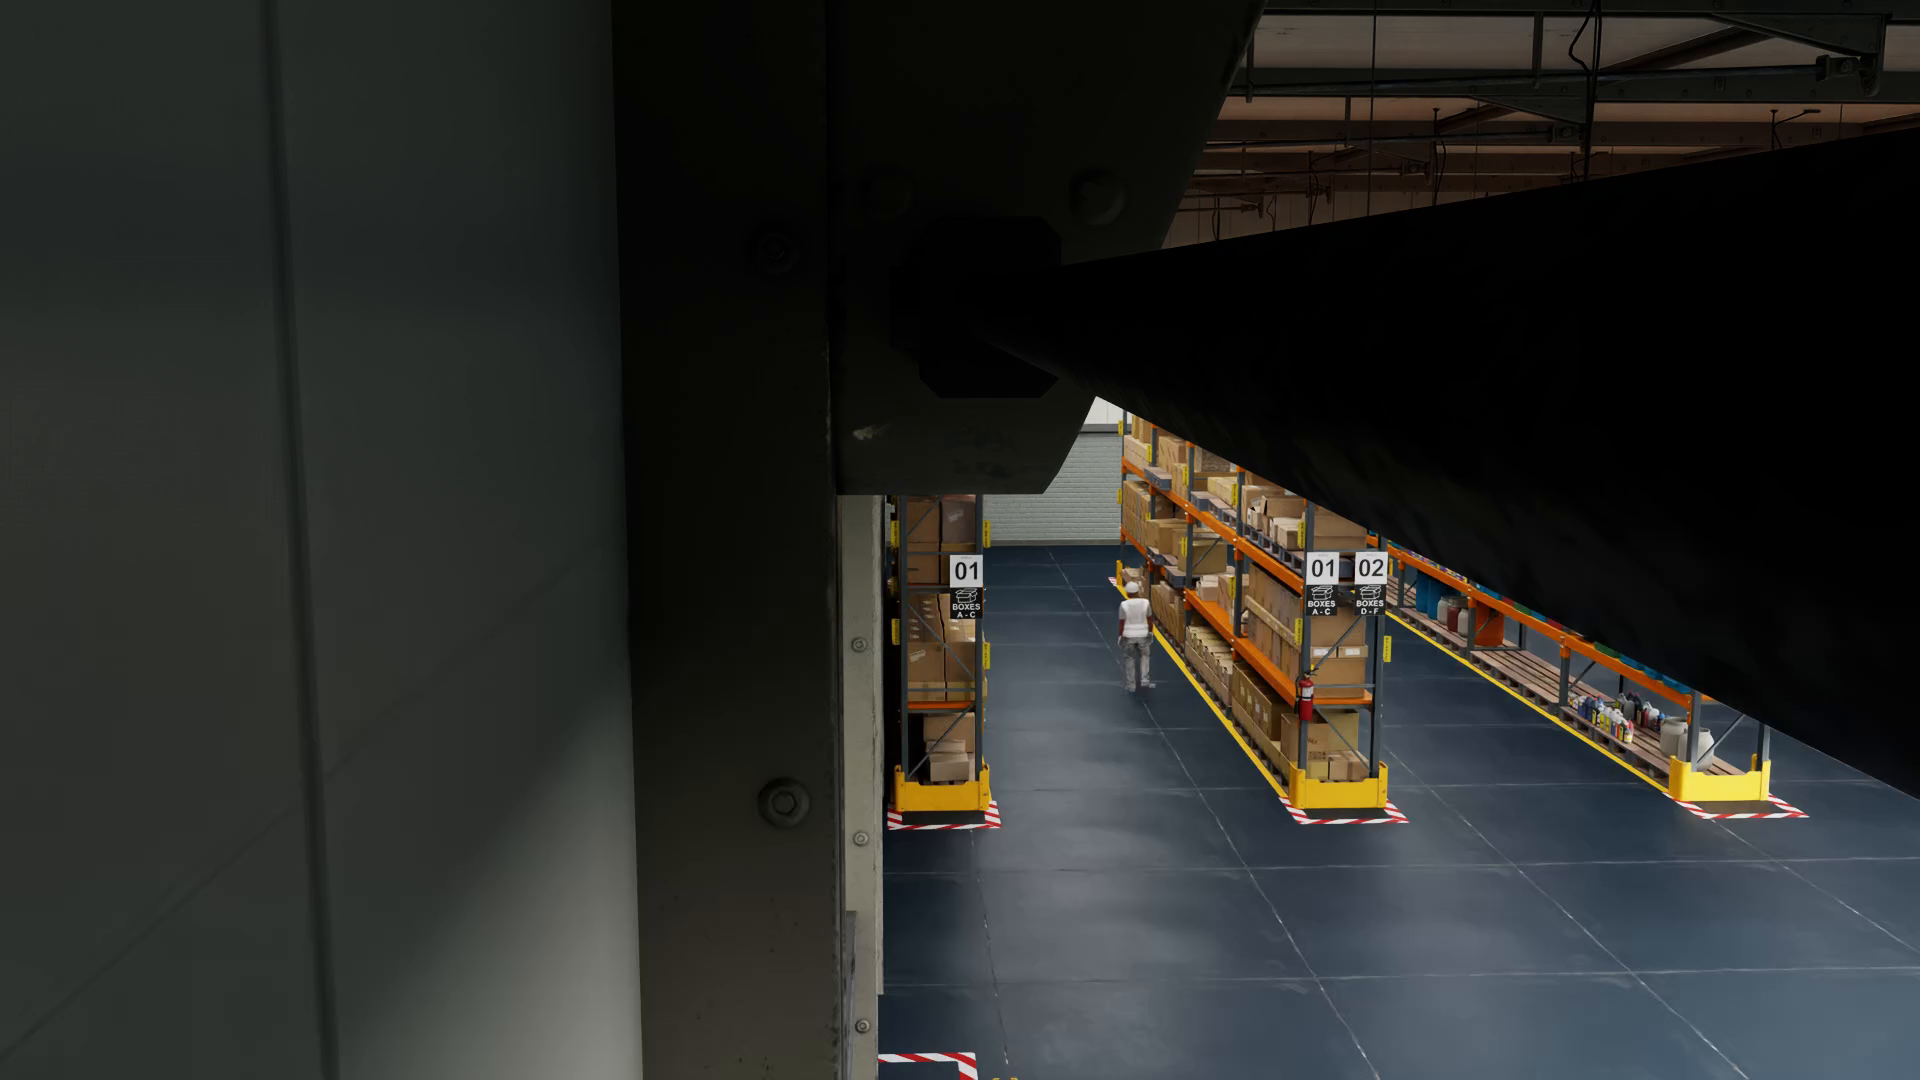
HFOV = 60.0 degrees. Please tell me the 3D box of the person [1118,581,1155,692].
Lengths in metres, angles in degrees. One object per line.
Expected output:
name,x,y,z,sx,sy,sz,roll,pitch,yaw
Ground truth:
person,2.816,1.551,26.542,0.593,1.781,0.518,-1,9,-10
